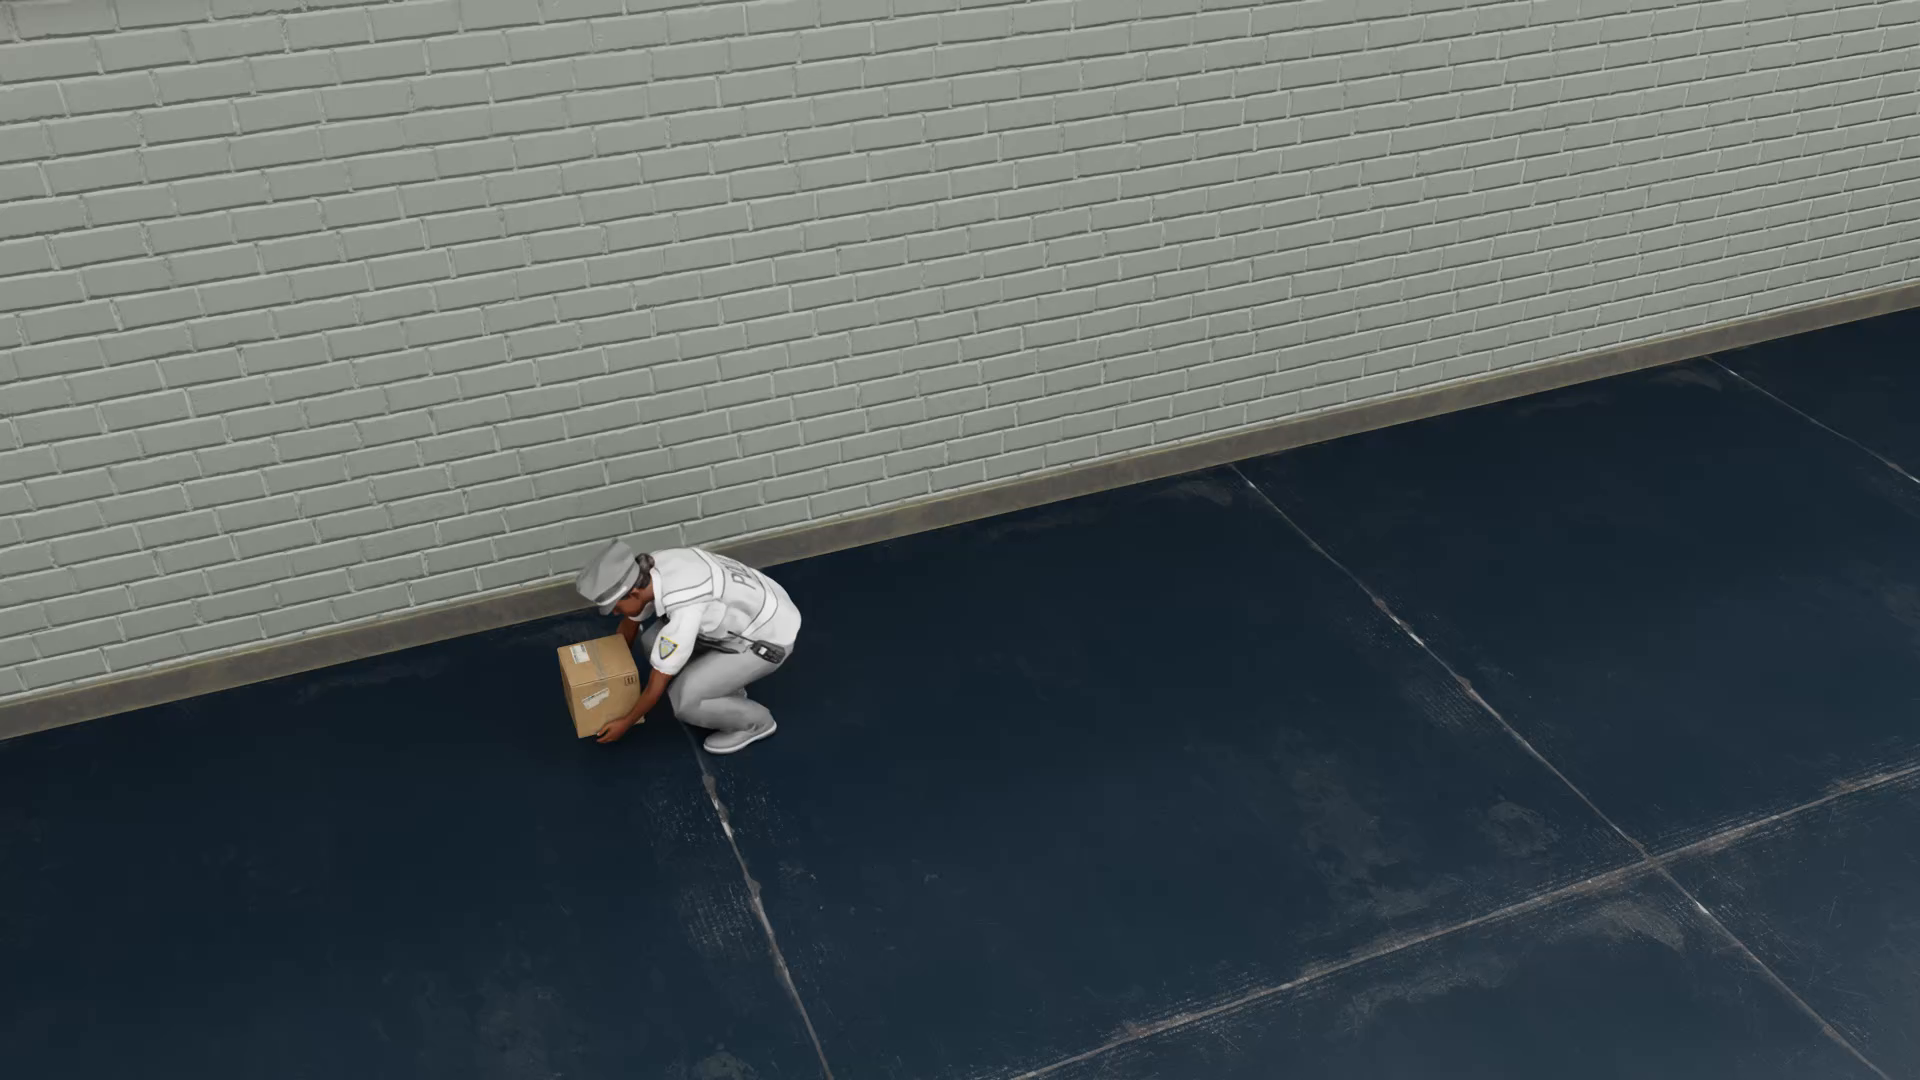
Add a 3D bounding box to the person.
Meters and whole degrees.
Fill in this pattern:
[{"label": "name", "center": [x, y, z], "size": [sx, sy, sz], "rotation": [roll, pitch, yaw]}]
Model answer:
[{"label": "person", "center": [-1.011, 0.364, 6.248], "size": [0.841, 0.950, 0.495], "rotation": [-13, 36, -19]}]
